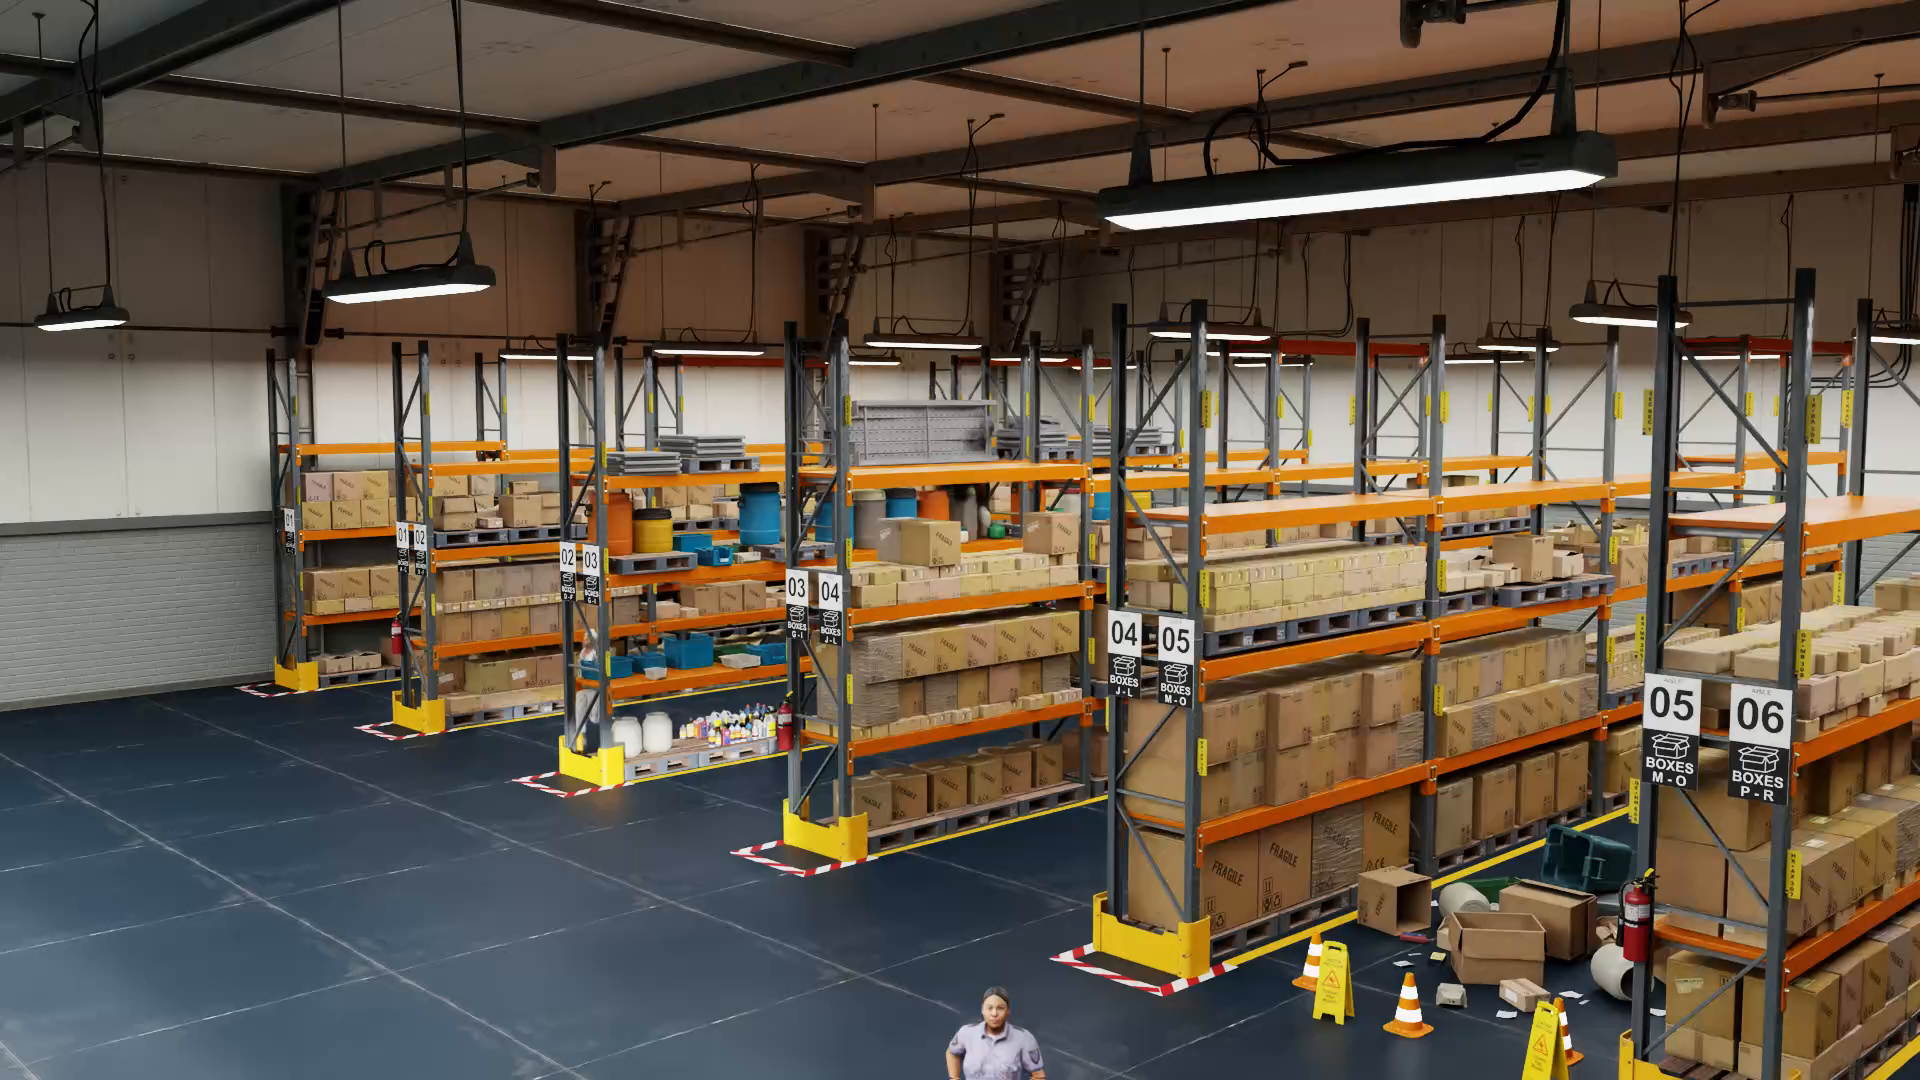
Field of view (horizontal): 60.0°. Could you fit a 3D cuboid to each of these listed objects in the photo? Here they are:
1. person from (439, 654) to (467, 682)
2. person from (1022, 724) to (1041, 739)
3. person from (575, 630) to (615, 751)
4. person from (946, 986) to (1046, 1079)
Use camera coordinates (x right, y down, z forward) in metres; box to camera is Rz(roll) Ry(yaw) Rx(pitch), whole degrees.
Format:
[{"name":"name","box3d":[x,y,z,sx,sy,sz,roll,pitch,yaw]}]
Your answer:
[{"name":"person","box3d":[-8.575,1.870,28.238,0.624,1.777,0.752,4,6,35]},{"name":"person","box3d":[0.963,2.243,24.192,0.578,1.635,0.590,5,7,42]},{"name":"person","box3d":[-5.363,2.179,24.284,0.687,1.763,0.881,4,7,40]},{"name":"person","box3d":[0.211,3.471,9.951,0.610,1.628,0.940,0,5,2]}]
